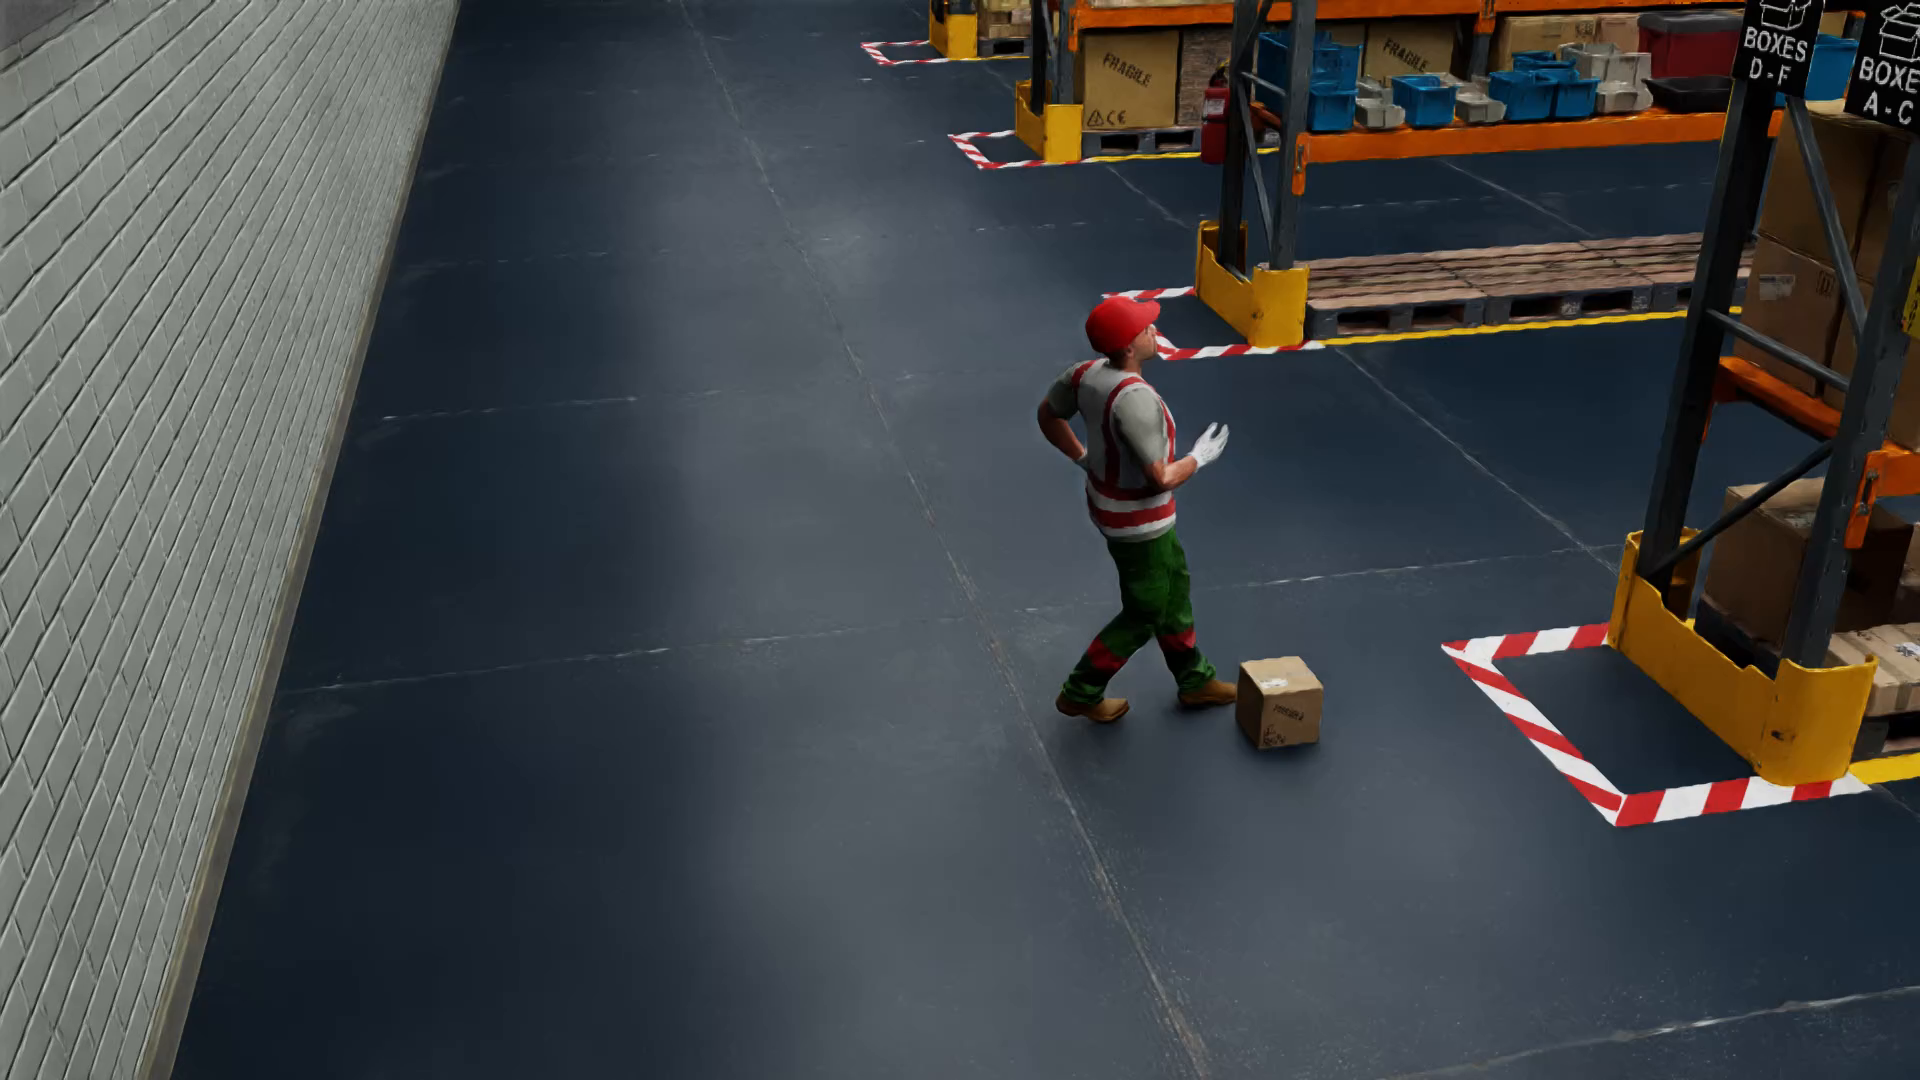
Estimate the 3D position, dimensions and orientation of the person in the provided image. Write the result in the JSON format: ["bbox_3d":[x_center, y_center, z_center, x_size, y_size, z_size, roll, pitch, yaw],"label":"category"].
[{"bbox_3d":[0.749,-0.082,6.272,0.853,1.767,0.615,-3,27,-6],"label":"person"}]
